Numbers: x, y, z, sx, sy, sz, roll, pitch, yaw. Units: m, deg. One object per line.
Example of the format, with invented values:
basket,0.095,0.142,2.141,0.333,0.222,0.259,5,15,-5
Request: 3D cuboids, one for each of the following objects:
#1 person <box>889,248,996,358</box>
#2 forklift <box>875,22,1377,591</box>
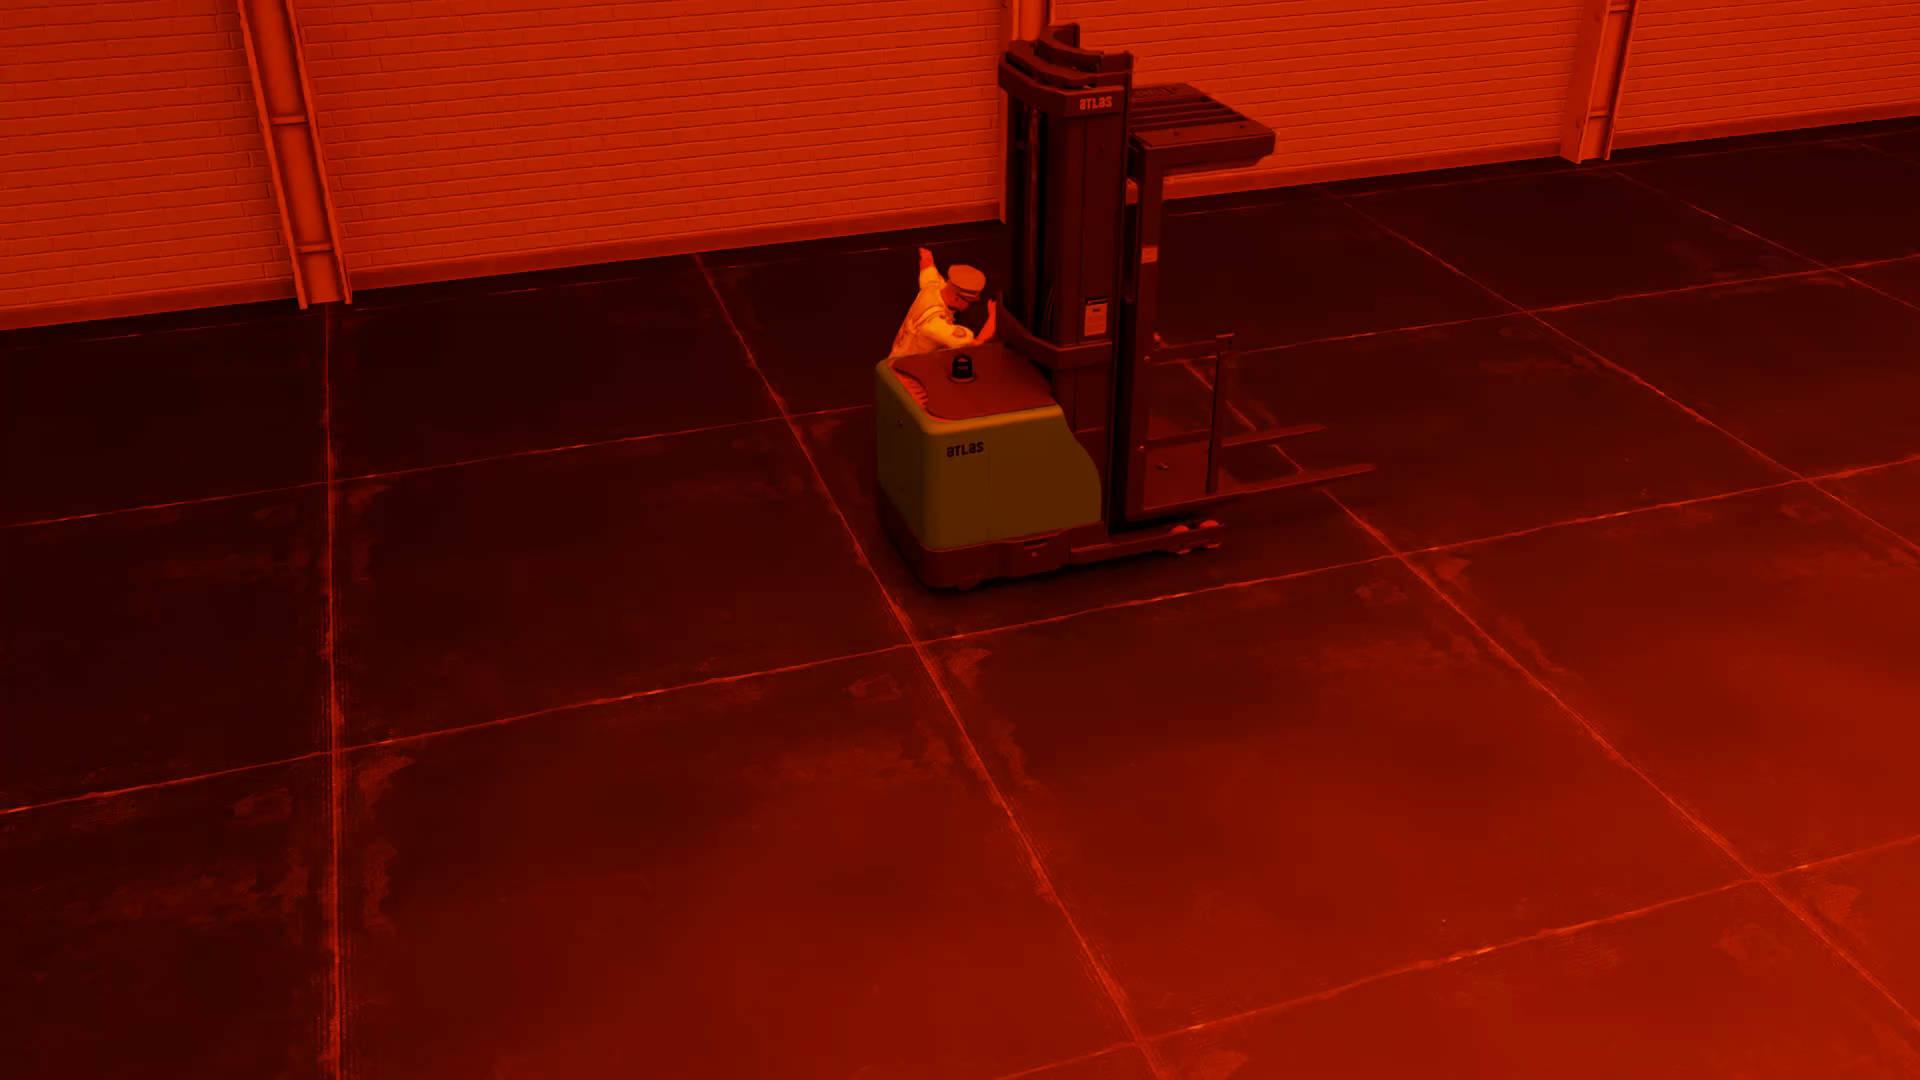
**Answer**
person,-0.076,-1.114,10.583,0.741,1.442,1.415,3,30,6
forklift,1.062,-1.424,9.562,3.031,2.935,1.130,-10,31,-17
